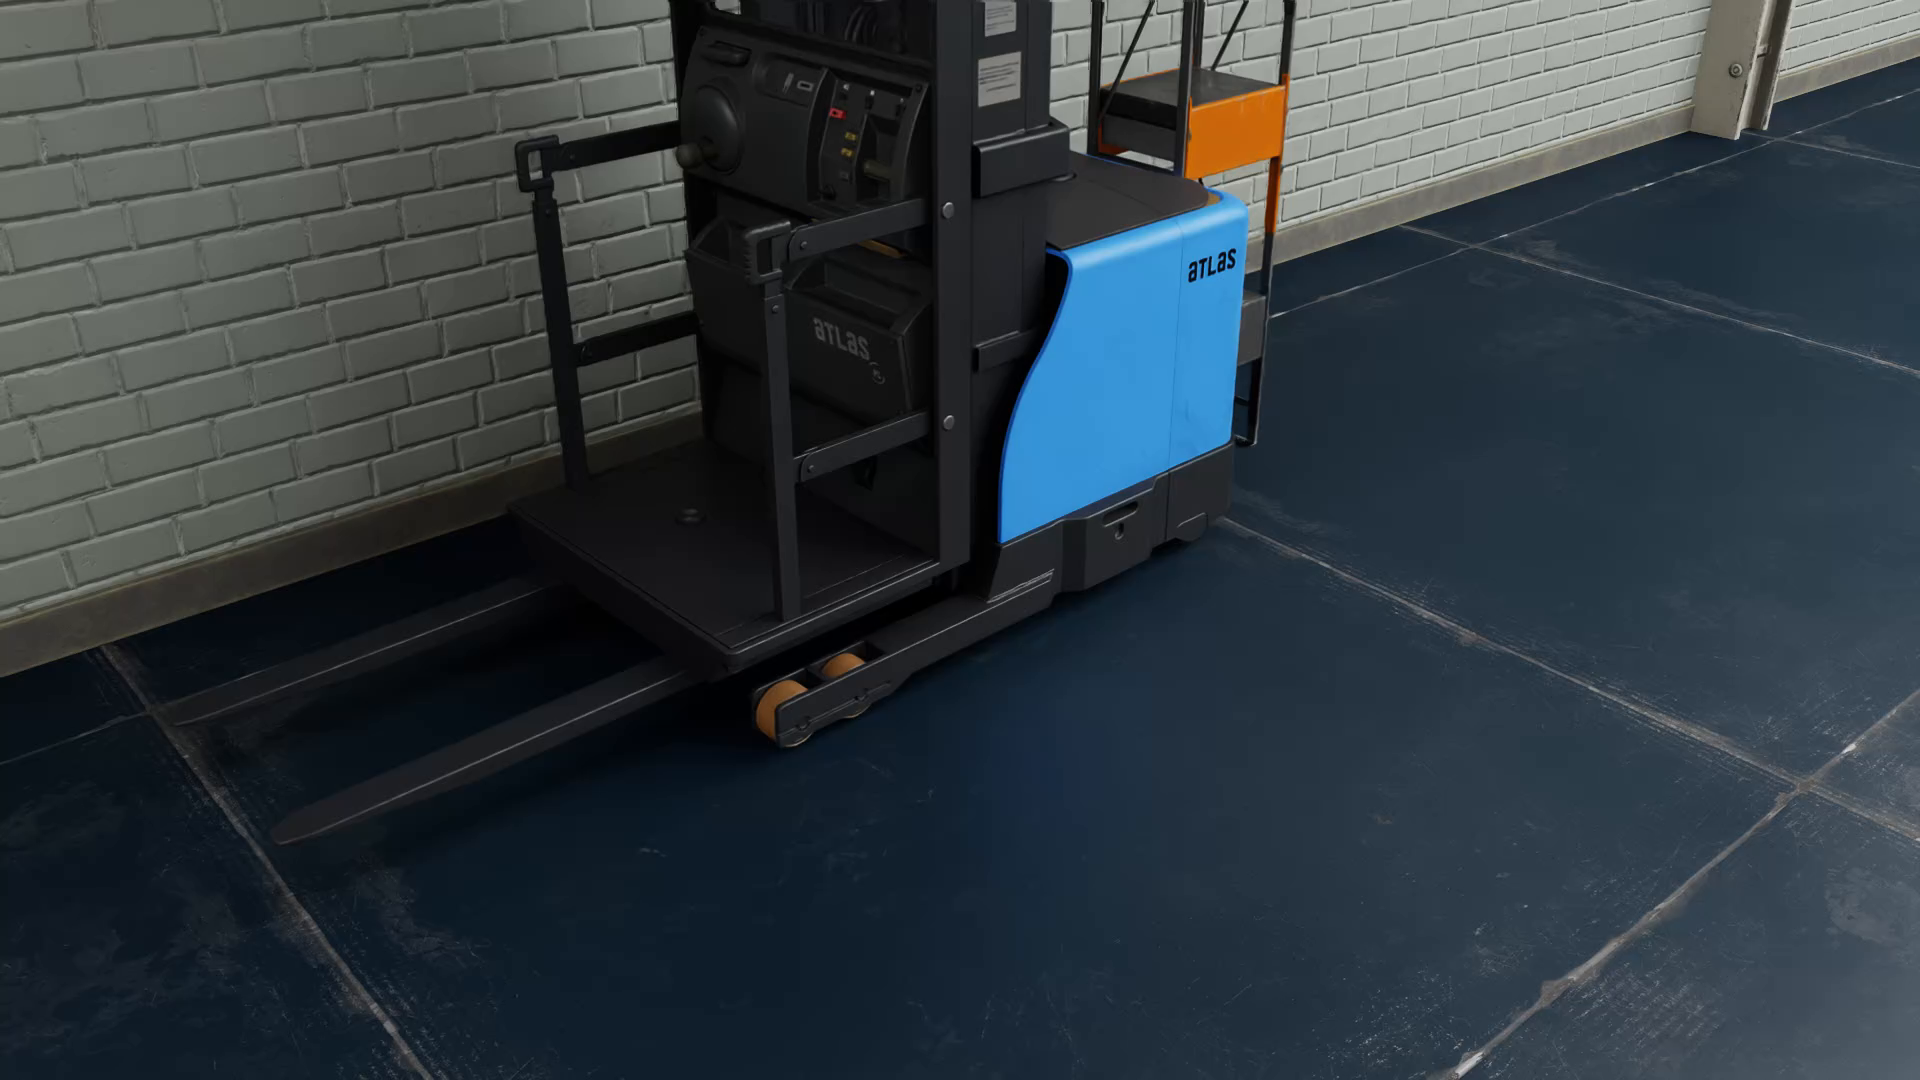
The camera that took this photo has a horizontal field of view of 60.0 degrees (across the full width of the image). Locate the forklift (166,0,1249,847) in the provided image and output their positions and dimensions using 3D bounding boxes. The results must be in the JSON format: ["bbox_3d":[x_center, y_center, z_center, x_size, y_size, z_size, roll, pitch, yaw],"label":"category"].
[{"bbox_3d":[-0.566,-1.041,4.088,3.031,2.935,1.130,-23,36,-37],"label":"forklift"}]

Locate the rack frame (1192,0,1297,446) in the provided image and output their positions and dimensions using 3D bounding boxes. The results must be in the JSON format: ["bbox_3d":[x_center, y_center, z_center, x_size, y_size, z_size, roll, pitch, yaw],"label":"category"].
[{"bbox_3d":[0.907,-1.329,5.508,0.015,2.100,0.400,-23,36,-37],"label":"rack frame"}]

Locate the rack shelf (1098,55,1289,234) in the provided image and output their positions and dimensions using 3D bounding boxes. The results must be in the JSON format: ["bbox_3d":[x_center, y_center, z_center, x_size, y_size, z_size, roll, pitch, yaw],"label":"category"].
[{"bbox_3d":[0.727,-1.239,5.369,0.480,0.518,0.431,-23,36,-37],"label":"rack shelf"}]

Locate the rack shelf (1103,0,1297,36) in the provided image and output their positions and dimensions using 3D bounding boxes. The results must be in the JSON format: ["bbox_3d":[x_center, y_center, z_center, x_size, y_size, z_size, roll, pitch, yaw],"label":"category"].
[{"bbox_3d":[0.727,-1.856,5.039,0.480,0.518,0.431,-23,36,-37],"label":"rack shelf"}]

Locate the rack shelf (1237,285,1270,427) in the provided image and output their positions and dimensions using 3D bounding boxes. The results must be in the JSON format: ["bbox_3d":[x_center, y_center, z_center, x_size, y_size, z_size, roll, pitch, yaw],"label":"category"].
[{"bbox_3d":[0.727,-0.621,5.699,0.480,0.518,0.431,-23,36,-37],"label":"rack shelf"}]

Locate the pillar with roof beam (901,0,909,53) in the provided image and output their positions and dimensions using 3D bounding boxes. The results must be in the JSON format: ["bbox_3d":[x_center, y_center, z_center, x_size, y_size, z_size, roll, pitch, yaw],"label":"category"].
[{"bbox_3d":[2.729,-3.004,1.324,0.400,9.000,9.100,-22,35,-35],"label":"pillar with roof beam"}]

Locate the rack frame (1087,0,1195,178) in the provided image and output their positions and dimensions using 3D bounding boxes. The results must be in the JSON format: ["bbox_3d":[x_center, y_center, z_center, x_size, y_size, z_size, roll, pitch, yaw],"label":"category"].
[{"bbox_3d":[0.547,-1.173,5.217,0.015,2.100,0.400,-23,36,-37],"label":"rack frame"}]

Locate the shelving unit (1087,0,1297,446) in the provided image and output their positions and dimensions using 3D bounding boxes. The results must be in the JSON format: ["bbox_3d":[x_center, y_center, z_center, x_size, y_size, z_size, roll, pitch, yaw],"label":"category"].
[{"bbox_3d":[0.727,-1.251,5.363,0.503,2.100,0.431,-23,36,-37],"label":"shelving unit"}]

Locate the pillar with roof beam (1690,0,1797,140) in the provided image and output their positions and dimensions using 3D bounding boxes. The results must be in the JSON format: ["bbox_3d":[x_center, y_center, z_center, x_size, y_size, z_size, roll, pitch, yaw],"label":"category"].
[{"bbox_3d":[7.293,-4.839,4.758,0.400,9.000,9.100,-22,35,-35],"label":"pillar with roof beam"}]
